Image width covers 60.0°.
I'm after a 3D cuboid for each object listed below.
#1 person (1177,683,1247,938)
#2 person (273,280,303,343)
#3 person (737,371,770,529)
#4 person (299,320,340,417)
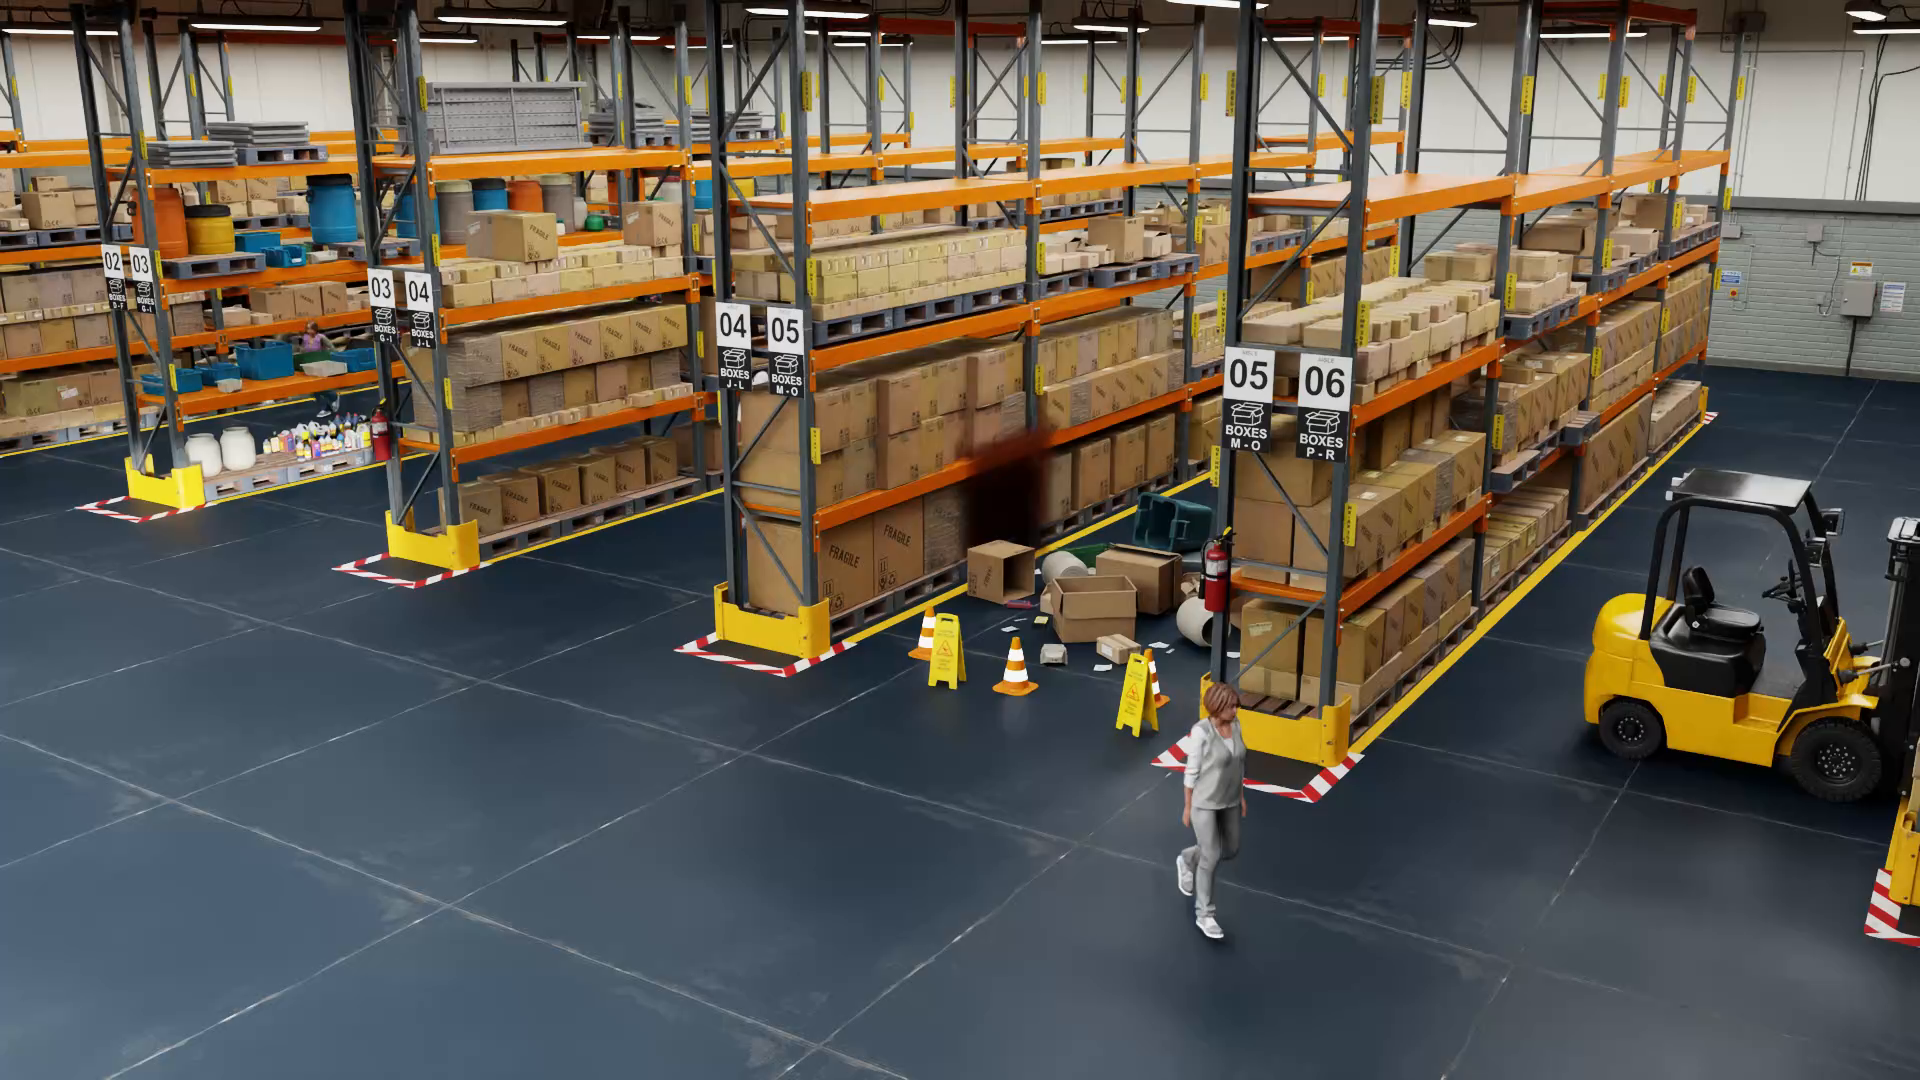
[{"bbox_3d":[1.553,1.622,10.416,0.429,1.585,0.636,-11,19,-34],"label":"person"},{"bbox_3d":[-12.208,-3.860,30.000,0.623,1.737,0.755,8,17,26],"label":"person"},{"bbox_3d":[-2.272,-1.032,18.785,0.596,1.711,0.790,1,16,5],"label":"person"},{"bbox_3d":[-10.054,-2.682,26.046,0.524,1.523,0.555,7,17,25],"label":"person"}]
